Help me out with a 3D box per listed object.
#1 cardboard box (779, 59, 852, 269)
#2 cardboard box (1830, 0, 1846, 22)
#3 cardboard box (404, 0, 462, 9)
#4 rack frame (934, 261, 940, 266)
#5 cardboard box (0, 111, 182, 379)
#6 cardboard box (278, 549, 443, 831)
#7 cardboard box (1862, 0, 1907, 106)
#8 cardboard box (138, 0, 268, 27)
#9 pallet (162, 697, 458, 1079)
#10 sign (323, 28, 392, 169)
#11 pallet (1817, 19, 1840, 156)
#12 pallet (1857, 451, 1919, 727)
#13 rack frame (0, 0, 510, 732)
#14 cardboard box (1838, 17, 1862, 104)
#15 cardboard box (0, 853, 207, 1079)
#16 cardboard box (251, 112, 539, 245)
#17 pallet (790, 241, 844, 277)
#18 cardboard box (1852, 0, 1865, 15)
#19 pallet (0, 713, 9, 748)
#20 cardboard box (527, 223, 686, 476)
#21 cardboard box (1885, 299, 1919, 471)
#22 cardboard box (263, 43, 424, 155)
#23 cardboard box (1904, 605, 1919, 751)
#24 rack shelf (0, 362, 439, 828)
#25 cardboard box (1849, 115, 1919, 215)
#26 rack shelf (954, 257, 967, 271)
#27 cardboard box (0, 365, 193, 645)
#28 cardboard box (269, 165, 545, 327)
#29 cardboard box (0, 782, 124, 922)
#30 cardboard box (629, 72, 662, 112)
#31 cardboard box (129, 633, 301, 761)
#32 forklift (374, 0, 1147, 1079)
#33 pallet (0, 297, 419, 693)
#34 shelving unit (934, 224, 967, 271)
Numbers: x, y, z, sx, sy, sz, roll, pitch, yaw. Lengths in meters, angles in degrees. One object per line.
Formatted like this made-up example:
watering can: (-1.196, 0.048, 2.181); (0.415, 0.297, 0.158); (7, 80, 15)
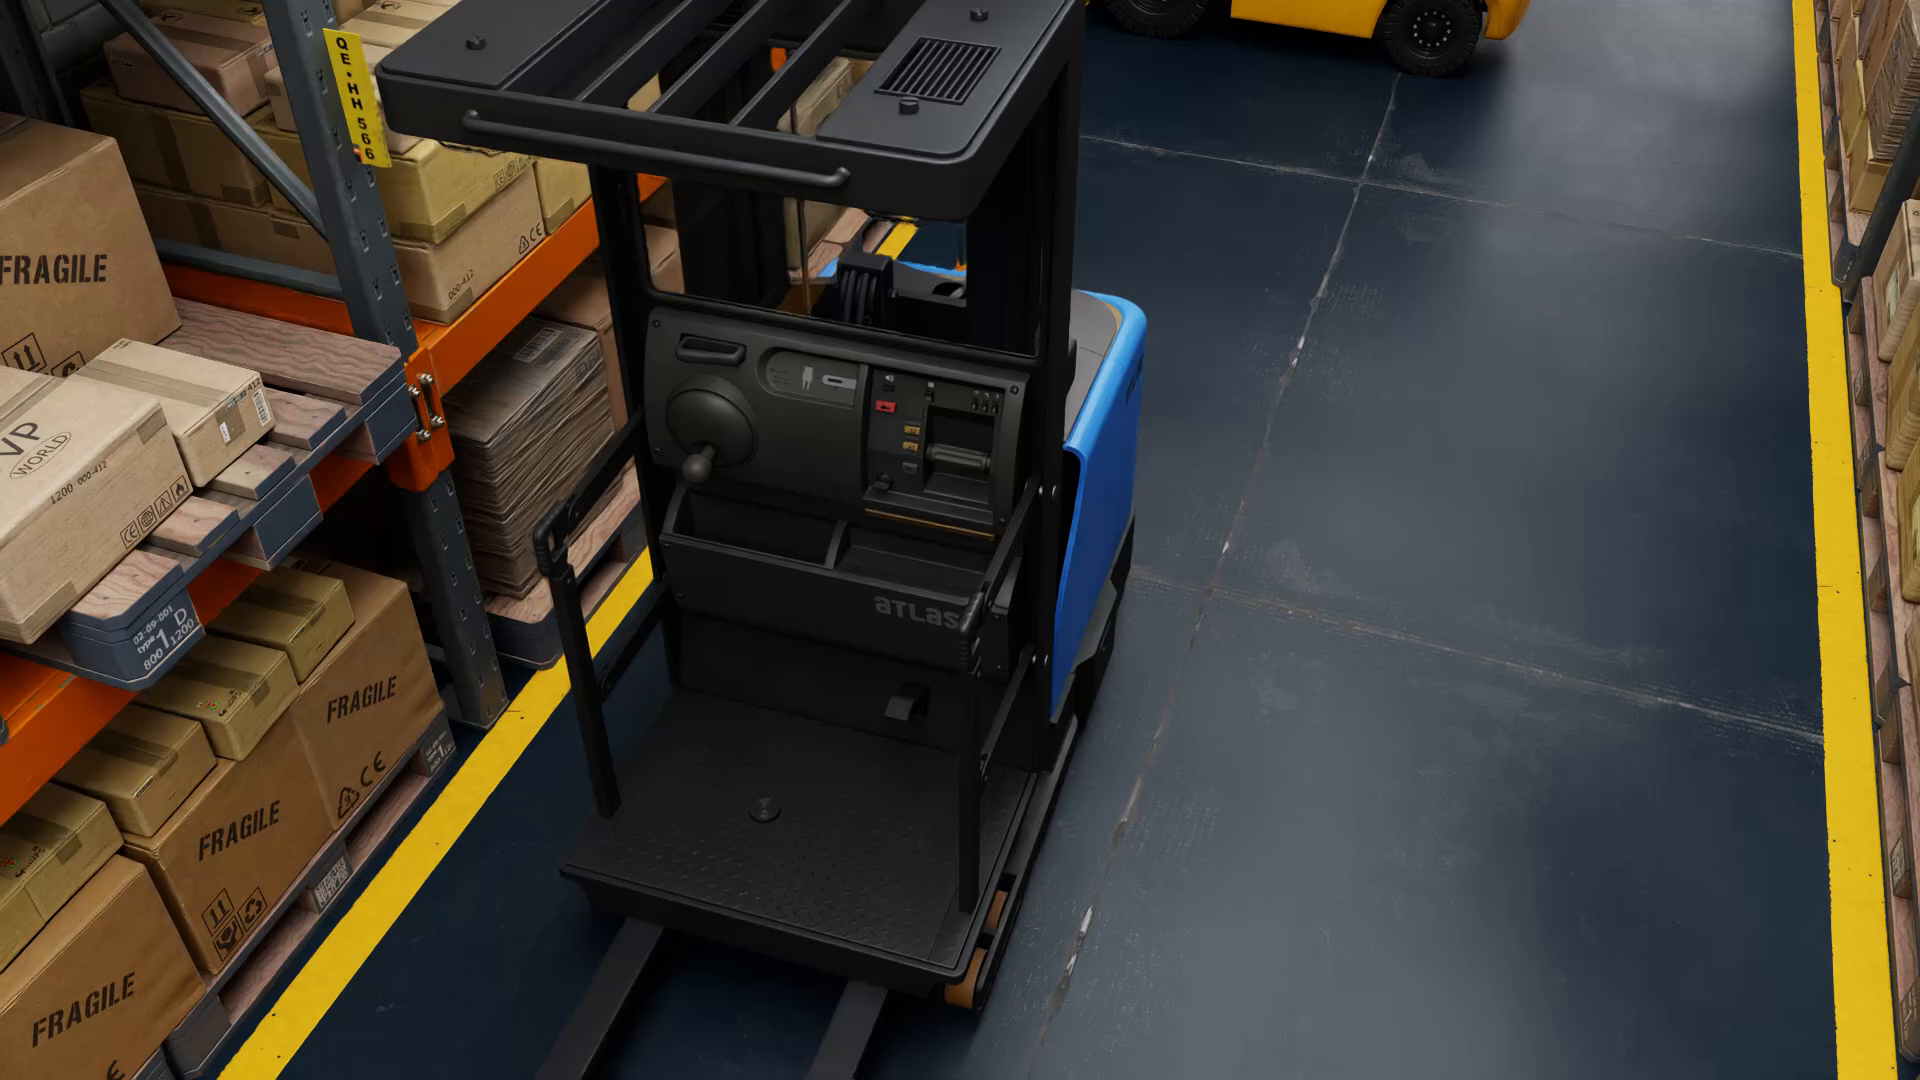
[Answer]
cardboard box: (-0.957, -1.608, 6.830); (0.875, 0.625, 0.625); (13, 42, 15)
cardboard box: (4.800, -2.858, 8.584); (0.500, 0.250, 0.500); (15, 43, 17)
cardboard box: (-1.344, -1.444, 4.554); (0.380, 0.149, 0.250); (14, 43, 16)
rack frame: (0.015, -0.442, 5.459); (0.200, 1.050, 0.008); (12, 42, 13)
cardboard box: (-2.207, -0.623, 3.768); (0.500, 0.500, 0.500); (15, 43, 17)
cardboard box: (-1.827, 0.392, 4.581); (0.500, 0.500, 0.500); (14, 43, 16)
cardboard box: (4.272, -2.175, 7.205); (0.500, 0.500, 0.500); (14, 42, 16)
cardboard box: (-1.979, -1.417, 4.523); (0.380, 0.149, 0.250); (14, 43, 16)
pallet: (-2.175, 0.803, 4.646); (1.003, 0.211, 1.213); (13, 42, 15)
sign: (-1.371, -1.000, 3.780); (0.100, 0.325, 0.005); (13, 42, 15)
pallet: (4.761, -2.148, 8.105); (1.003, 0.211, 1.213); (13, 42, 15)
pallet: (3.469, 0.238, 5.308); (1.003, 0.211, 1.213); (13, 42, 15)
rack frame: (-1.884, -0.704, 4.265); (1.000, 3.000, 0.127); (13, 42, 15)
cardboard box: (4.450, -2.215, 7.830); (0.500, 0.250, 0.500); (14, 42, 16)
cardboard box: (-2.184, 1.015, 3.851); (0.500, 0.500, 0.500); (15, 43, 17)
cardboard box: (-1.479, -1.048, 4.398); (0.500, 0.250, 0.500); (13, 42, 15)
pallet: (-1.147, -0.879, 6.617); (1.003, 0.211, 1.213); (13, 42, 15)
cardboard box: (4.620, -2.814, 7.955); (0.500, 0.500, 0.500); (14, 42, 16)
pallet: (-2.545, 0.556, 2.935); (1.003, 0.211, 1.213); (13, 42, 15)
cardboard box: (-1.442, -0.738, 5.810); (0.875, 0.625, 0.625); (15, 43, 16)
cardboard box: (3.730, -0.445, 5.662); (0.950, 0.372, 0.625); (16, 43, 18)
cardboard box: (-1.498, -1.118, 4.173); (0.380, 0.149, 0.250); (14, 43, 16)
cardboard box: (3.229, 0.441, 4.623); (0.950, 0.372, 0.625); (13, 42, 14)
rack shelf: (-2.568, 0.789, 3.068); (1.077, 0.370, 4.000); (13, 42, 15)
cardboard box: (4.099, -1.579, 7.084); (0.500, 0.250, 0.500); (15, 43, 17)
rack shelf: (0.053, -0.725, 5.370); (0.215, 0.259, 0.240); (12, 42, 13)
cardboard box: (-1.941, -0.092, 3.338); (0.500, 0.250, 0.500); (11, 42, 13)
cardboard box: (-1.503, -0.864, 4.567); (0.500, 0.250, 0.500); (13, 42, 15)
cardboard box: (-2.144, 0.673, 3.753); (0.380, 0.149, 0.250); (14, 43, 16)
cardboard box: (-1.157, -1.485, 5.295); (0.500, 0.250, 0.500); (12, 42, 14)
cardboard box: (-1.879, 0.371, 4.107); (0.380, 0.149, 0.250); (11, 42, 13)
forklift: (-0.368, -0.197, 3.723); (1.130, 2.935, 3.031); (12, 42, 13)
pallet: (-2.050, -0.202, 3.824); (1.213, 0.211, 1.003); (13, 42, 15)
shelving unit: (0.053, -0.517, 5.547); (0.215, 1.050, 0.252); (12, 42, 13)
